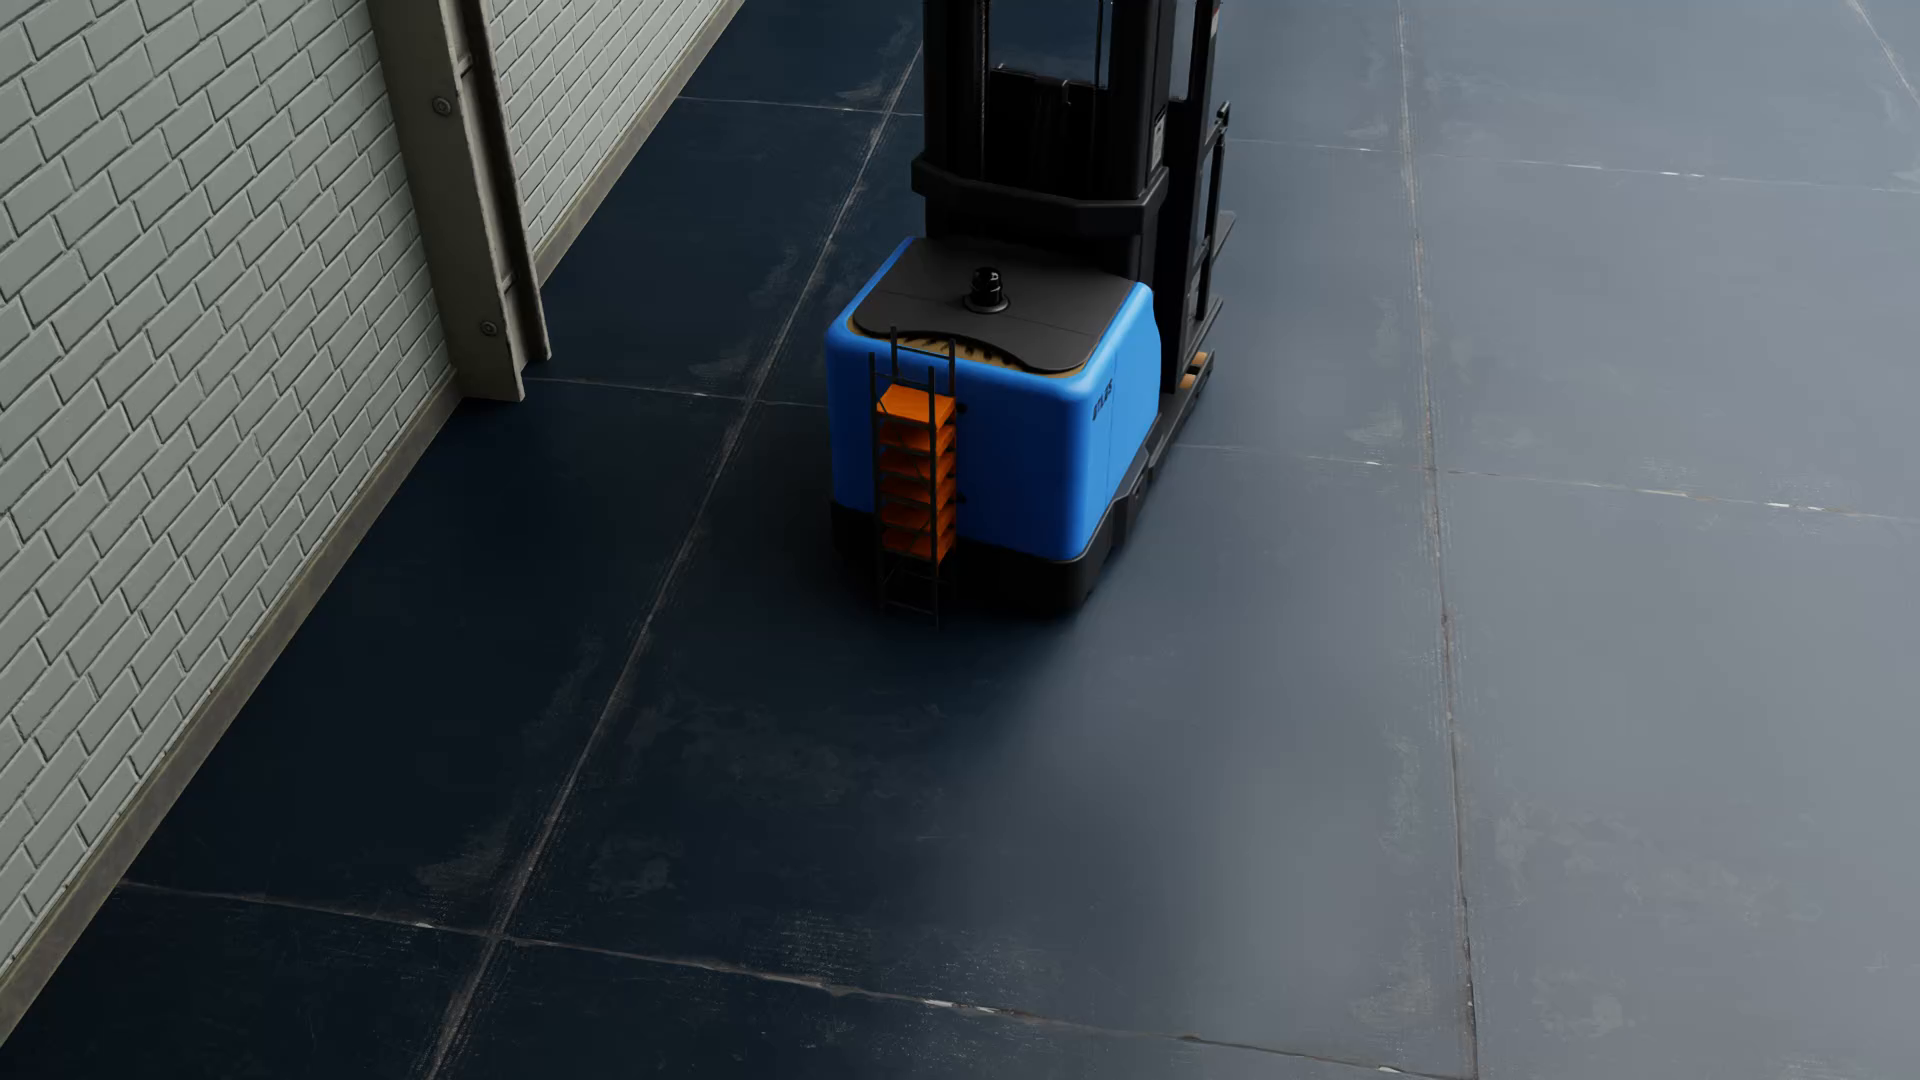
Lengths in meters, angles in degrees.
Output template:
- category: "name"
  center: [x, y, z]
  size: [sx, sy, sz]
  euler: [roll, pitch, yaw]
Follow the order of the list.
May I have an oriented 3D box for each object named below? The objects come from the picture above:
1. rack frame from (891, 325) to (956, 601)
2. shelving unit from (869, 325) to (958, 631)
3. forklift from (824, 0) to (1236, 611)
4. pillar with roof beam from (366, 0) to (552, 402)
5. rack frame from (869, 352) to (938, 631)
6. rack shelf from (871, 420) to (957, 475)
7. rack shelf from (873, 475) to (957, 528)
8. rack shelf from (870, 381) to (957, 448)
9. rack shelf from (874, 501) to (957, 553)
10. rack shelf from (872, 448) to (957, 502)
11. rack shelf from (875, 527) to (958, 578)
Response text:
- category: "rack frame"
  center: [-0.128, -0.253, 6.115]
  size: [0.240, 1.200, 0.006]
  euler: [14, 42, 17]
- category: "shelving unit"
  center: [-0.162, -0.199, 6.049]
  size: [0.258, 1.200, 0.189]
  euler: [14, 42, 17]
- category: "forklift"
  center: [0.514, -1.802, 6.630]
  size: [1.130, 2.935, 3.031]
  euler: [14, 42, 17]
- category: "pillar with roof beam"
  center: [2.140, -3.758, 4.233]
  size: [9.100, 9.000, 0.400]
  euler: [6, 40, 8]
- category: "rack frame"
  center: [-0.197, -0.145, 5.984]
  size: [0.240, 1.200, 0.006]
  euler: [14, 42, 17]
- category: "rack shelf"
  center: [-0.162, -0.350, 5.925]
  size: [0.258, 0.103, 0.180]
  euler: [14, 42, 17]
- category: "rack shelf"
  center: [-0.162, -0.165, 6.078]
  size: [0.258, 0.103, 0.180]
  euler: [14, 42, 17]
- category: "rack shelf"
  center: [-0.162, -0.443, 5.848]
  size: [0.258, 0.103, 0.180]
  euler: [14, 42, 17]
- category: "rack shelf"
  center: [-0.162, -0.073, 6.154]
  size: [0.258, 0.103, 0.180]
  euler: [14, 42, 17]
- category: "rack shelf"
  center: [-0.162, -0.258, 6.001]
  size: [0.258, 0.103, 0.180]
  euler: [14, 42, 17]
- category: "rack shelf"
  center: [-0.162, 0.020, 6.231]
  size: [0.258, 0.103, 0.180]
  euler: [14, 42, 17]
